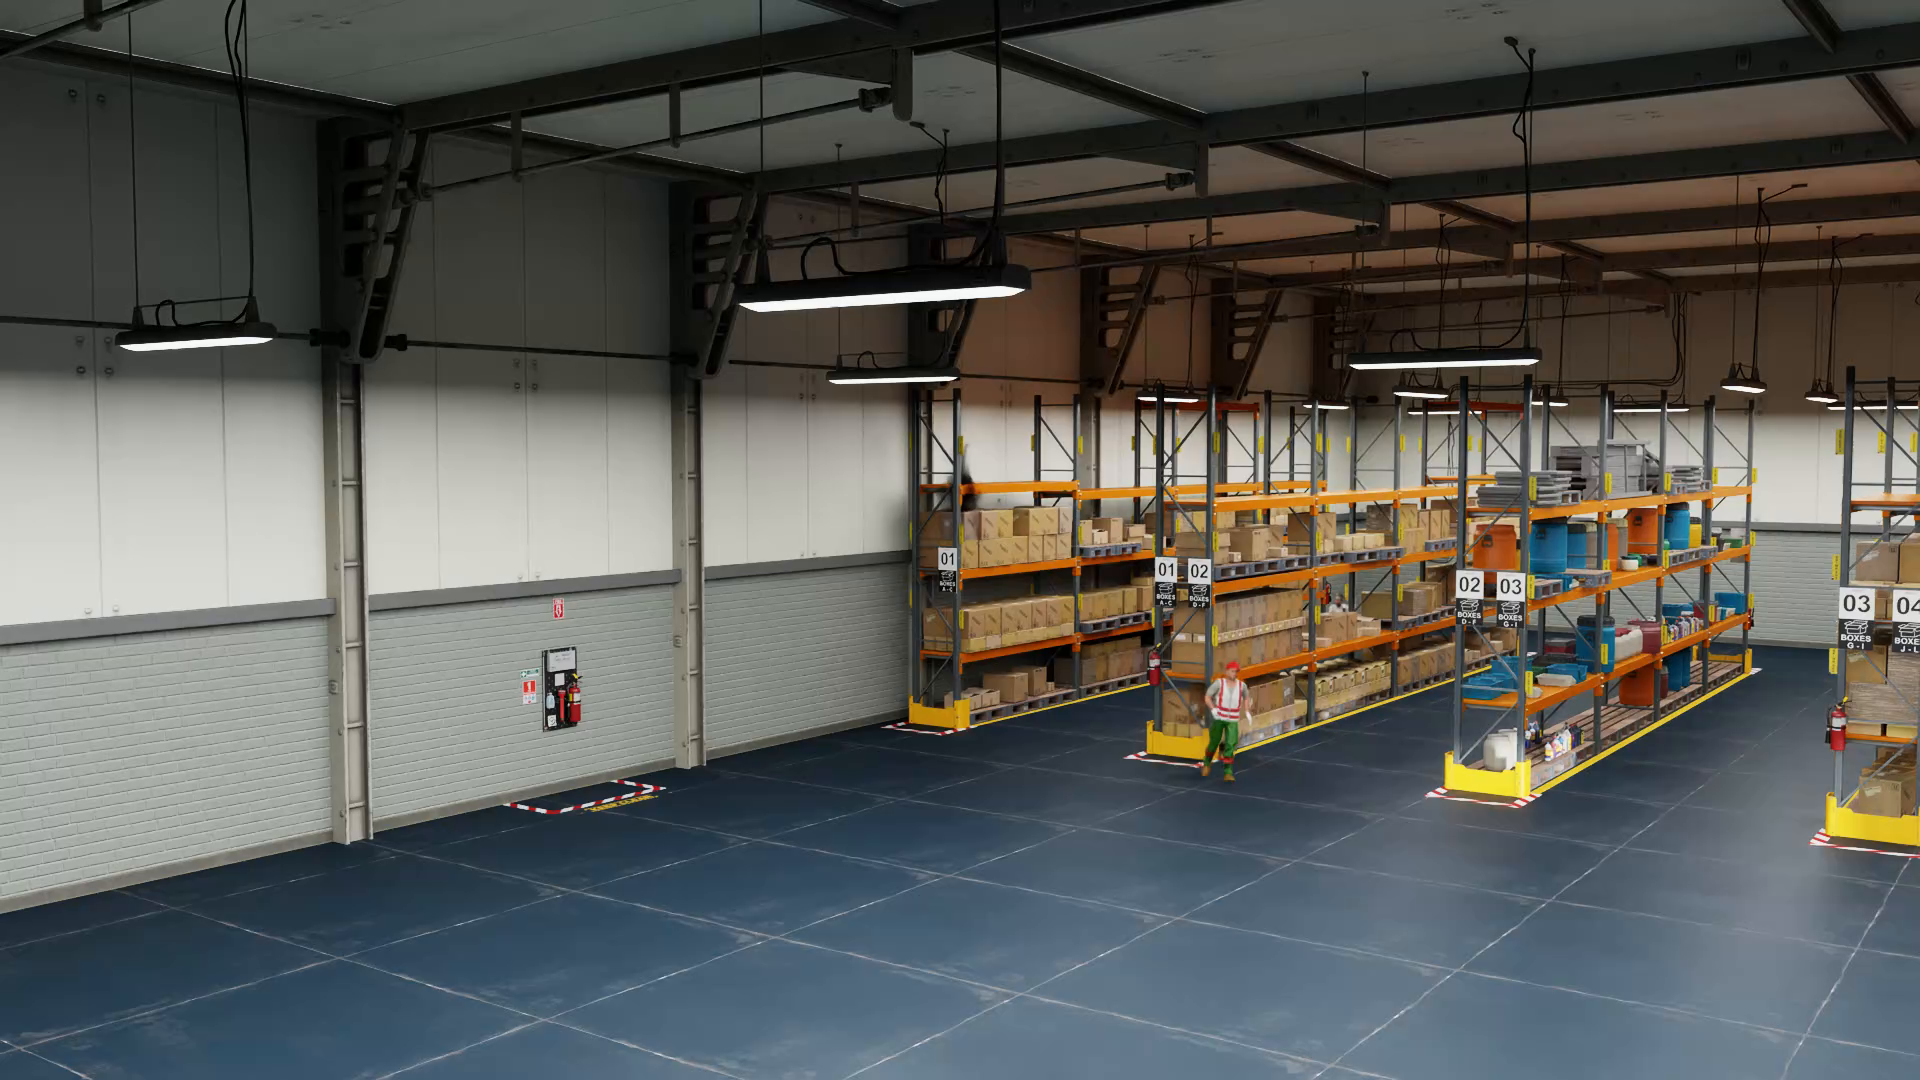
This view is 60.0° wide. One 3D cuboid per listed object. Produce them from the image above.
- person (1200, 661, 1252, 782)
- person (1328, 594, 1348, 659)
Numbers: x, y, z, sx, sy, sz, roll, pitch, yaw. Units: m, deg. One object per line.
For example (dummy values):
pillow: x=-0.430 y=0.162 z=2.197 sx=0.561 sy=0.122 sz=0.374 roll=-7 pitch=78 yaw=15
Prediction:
person: x=3.982 y=2.670 z=24.605 sx=0.706 sy=1.767 sz=1.006 roll=0 pitch=3 yaw=-4
person: x=8.678 y=2.020 z=37.916 sx=0.542 sy=1.635 sz=0.912 roll=2 pitch=4 yaw=30
